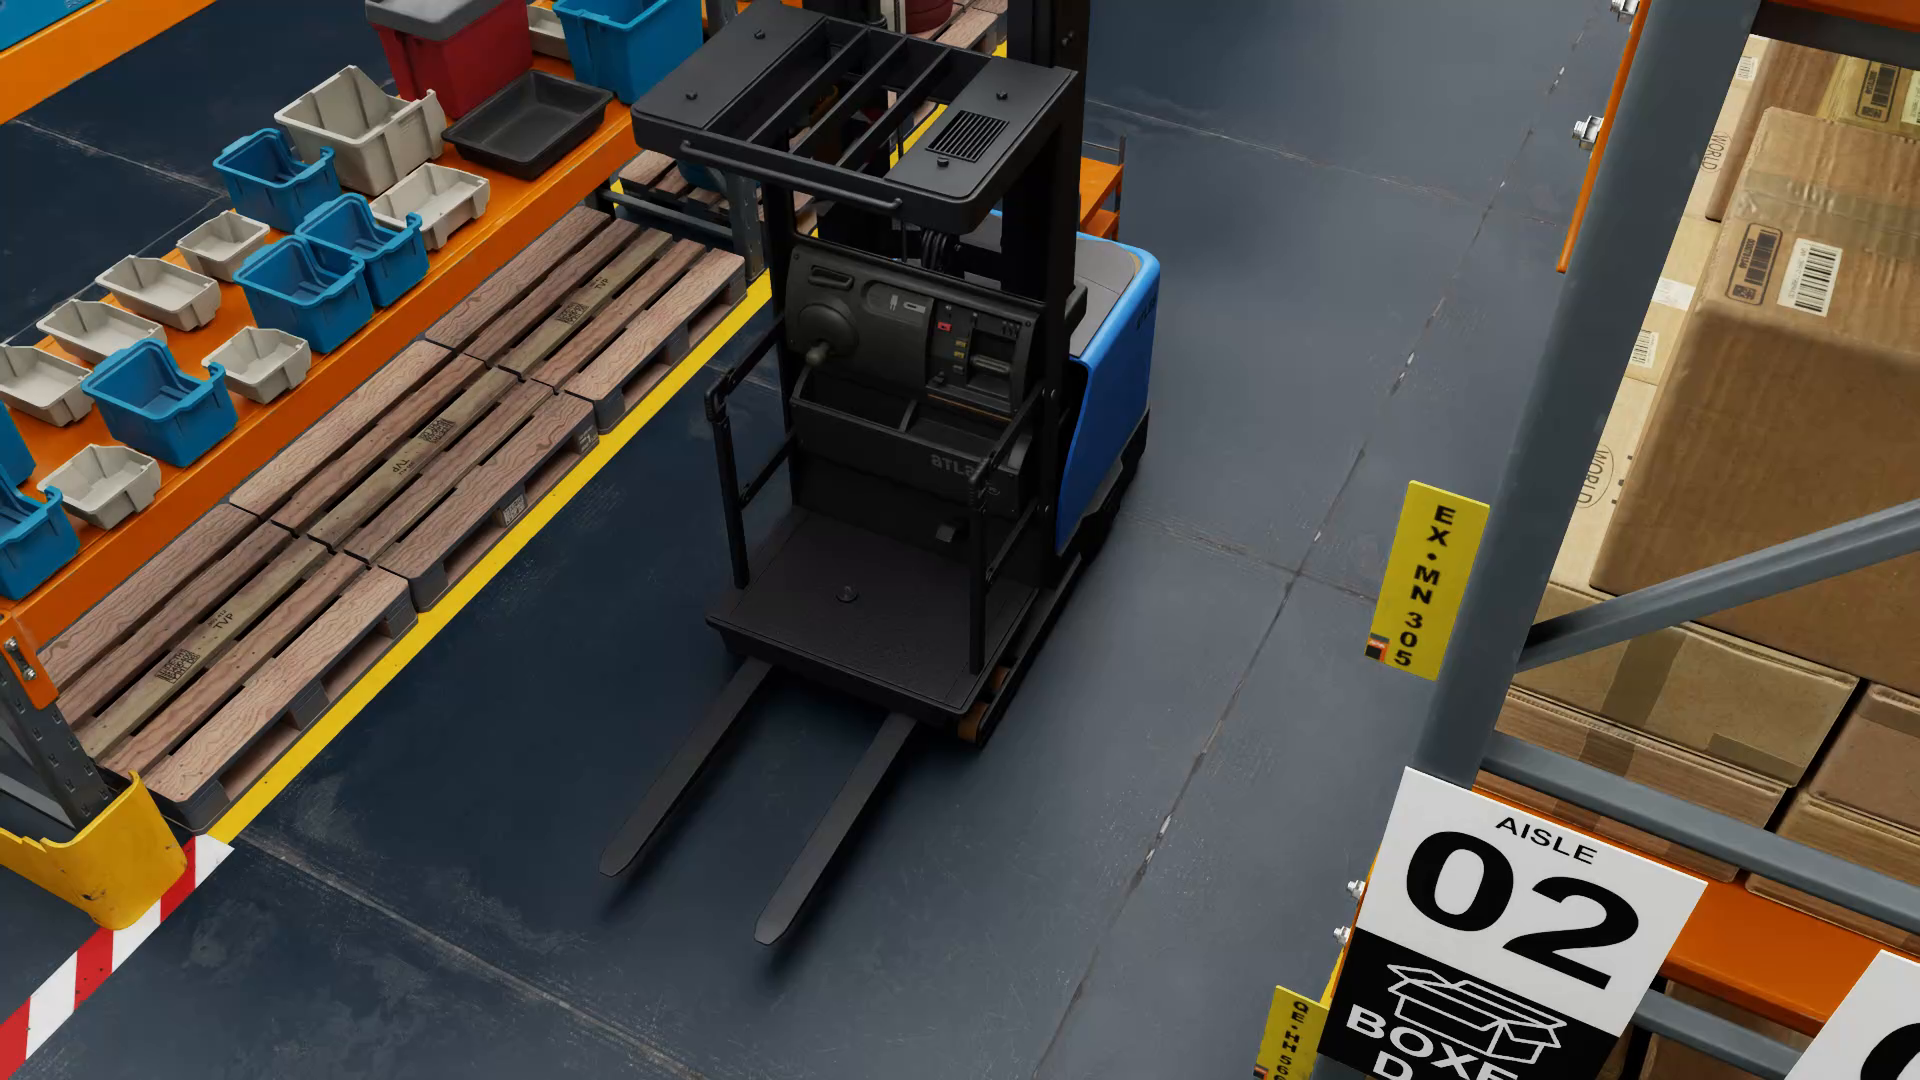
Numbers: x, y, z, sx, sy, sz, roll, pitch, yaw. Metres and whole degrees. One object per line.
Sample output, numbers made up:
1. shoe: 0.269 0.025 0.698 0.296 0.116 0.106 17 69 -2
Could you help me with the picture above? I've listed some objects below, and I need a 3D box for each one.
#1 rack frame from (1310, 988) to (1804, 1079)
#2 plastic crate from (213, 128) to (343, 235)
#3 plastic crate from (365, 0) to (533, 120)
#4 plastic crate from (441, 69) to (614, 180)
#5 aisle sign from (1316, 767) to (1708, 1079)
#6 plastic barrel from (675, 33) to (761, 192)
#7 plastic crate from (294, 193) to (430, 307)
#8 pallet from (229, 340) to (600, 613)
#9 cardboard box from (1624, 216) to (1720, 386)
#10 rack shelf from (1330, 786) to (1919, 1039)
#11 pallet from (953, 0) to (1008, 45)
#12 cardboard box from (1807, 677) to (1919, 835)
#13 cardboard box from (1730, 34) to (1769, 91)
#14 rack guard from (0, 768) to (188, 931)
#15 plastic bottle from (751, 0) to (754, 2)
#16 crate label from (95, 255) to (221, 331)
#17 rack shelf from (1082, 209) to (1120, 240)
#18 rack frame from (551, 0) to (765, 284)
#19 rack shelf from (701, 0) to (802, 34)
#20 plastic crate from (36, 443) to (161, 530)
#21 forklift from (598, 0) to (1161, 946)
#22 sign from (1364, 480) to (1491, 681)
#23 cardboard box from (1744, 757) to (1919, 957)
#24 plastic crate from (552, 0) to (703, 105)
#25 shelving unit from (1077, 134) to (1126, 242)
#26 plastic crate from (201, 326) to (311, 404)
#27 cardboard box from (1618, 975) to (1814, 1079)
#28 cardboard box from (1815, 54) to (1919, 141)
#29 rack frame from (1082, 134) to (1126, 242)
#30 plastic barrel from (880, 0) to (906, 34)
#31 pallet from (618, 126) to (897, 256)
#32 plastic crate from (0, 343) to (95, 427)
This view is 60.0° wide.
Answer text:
1. rack frame: 1.077 1.620 3.320 1.000 3.000 0.127 20 49 19
2. plastic crate: -2.583 -1.359 6.339 0.416 0.233 0.300 20 49 19
3. plastic crate: -2.089 -2.102 6.911 0.402 0.464 0.583 20 49 19
4. plastic crate: -1.734 -1.668 6.721 0.437 0.125 0.590 20 49 19
5. aisle sign: 0.774 0.648 2.453 0.394 0.787 0.004 20 49 19
6. plastic barrel: -1.184 -2.285 8.359 0.600 0.901 0.708 20 49 19
7. plastic crate: -2.152 -1.046 6.030 0.416 0.233 0.300 20 49 19
8. pallet: -2.324 -0.310 7.188 1.003 0.211 1.213 20 49 19
9. cardboard box: 1.321 -0.281 2.843 0.500 0.250 0.500 20 49 19
10. rack shelf: 2.005 -0.442 3.754 1.077 0.370 4.000 20 49 19
11. pallet: 0.076 -3.567 10.407 1.003 0.211 1.213 20 49 19
12. cardboard box: 1.546 0.205 2.364 0.500 0.250 0.500 20 49 19
13. cardboard box: 1.783 -0.911 3.467 0.500 0.250 0.500 20 49 19
14. rack guard: -3.308 0.880 5.809 1.175 0.500 0.348 20 49 19
15. plastic bottle: -0.904 -2.587 7.560 0.061 0.283 0.133 20 49 19
16. crate label: -2.836 -0.881 5.935 0.396 0.136 0.243 20 49 19
17. rack shelf: 0.486 -1.276 7.228 0.258 0.148 0.480 19 48 18
18. rack frame: -1.452 -2.538 7.429 1.000 3.000 0.127 20 49 19
19. rack shelf: -0.524 -3.545 8.930 1.077 0.370 4.000 20 49 19
20. plastic crate: -2.680 -0.168 5.230 0.250 0.136 0.298 20 49 19
21. forklift: -0.271 -0.627 5.588 1.130 2.935 3.031 19 48 18
22. sign: 0.595 0.058 2.132 0.100 0.325 0.005 20 49 19
23. cardboard box: 1.540 0.378 2.543 0.500 0.250 0.500 20 49 19
24. plastic crate: -1.367 -2.147 7.012 0.392 0.384 0.575 20 49 19
25. shelving unit: 0.486 -1.167 7.339 0.258 1.200 0.503 19 48 18
26. plastic crate: -2.365 -0.595 5.653 0.250 0.136 0.298 20 49 19
27. cardboard box: 1.516 1.041 3.119 0.500 0.500 0.500 22 49 20
28. cardboard box: 1.608 -0.437 2.471 0.700 0.500 0.500 20 49 19
29. rack frame: 0.591 -1.323 7.494 0.240 1.200 0.015 19 48 18
30. plastic barrel: -0.514 -2.920 9.261 0.421 0.512 0.421 0 45 0
31. pallet: -1.057 -2.030 8.888 1.003 0.211 1.213 20 49 19
32. plastic crate: -3.091 -0.520 5.578 0.396 0.136 0.243 20 49 19
